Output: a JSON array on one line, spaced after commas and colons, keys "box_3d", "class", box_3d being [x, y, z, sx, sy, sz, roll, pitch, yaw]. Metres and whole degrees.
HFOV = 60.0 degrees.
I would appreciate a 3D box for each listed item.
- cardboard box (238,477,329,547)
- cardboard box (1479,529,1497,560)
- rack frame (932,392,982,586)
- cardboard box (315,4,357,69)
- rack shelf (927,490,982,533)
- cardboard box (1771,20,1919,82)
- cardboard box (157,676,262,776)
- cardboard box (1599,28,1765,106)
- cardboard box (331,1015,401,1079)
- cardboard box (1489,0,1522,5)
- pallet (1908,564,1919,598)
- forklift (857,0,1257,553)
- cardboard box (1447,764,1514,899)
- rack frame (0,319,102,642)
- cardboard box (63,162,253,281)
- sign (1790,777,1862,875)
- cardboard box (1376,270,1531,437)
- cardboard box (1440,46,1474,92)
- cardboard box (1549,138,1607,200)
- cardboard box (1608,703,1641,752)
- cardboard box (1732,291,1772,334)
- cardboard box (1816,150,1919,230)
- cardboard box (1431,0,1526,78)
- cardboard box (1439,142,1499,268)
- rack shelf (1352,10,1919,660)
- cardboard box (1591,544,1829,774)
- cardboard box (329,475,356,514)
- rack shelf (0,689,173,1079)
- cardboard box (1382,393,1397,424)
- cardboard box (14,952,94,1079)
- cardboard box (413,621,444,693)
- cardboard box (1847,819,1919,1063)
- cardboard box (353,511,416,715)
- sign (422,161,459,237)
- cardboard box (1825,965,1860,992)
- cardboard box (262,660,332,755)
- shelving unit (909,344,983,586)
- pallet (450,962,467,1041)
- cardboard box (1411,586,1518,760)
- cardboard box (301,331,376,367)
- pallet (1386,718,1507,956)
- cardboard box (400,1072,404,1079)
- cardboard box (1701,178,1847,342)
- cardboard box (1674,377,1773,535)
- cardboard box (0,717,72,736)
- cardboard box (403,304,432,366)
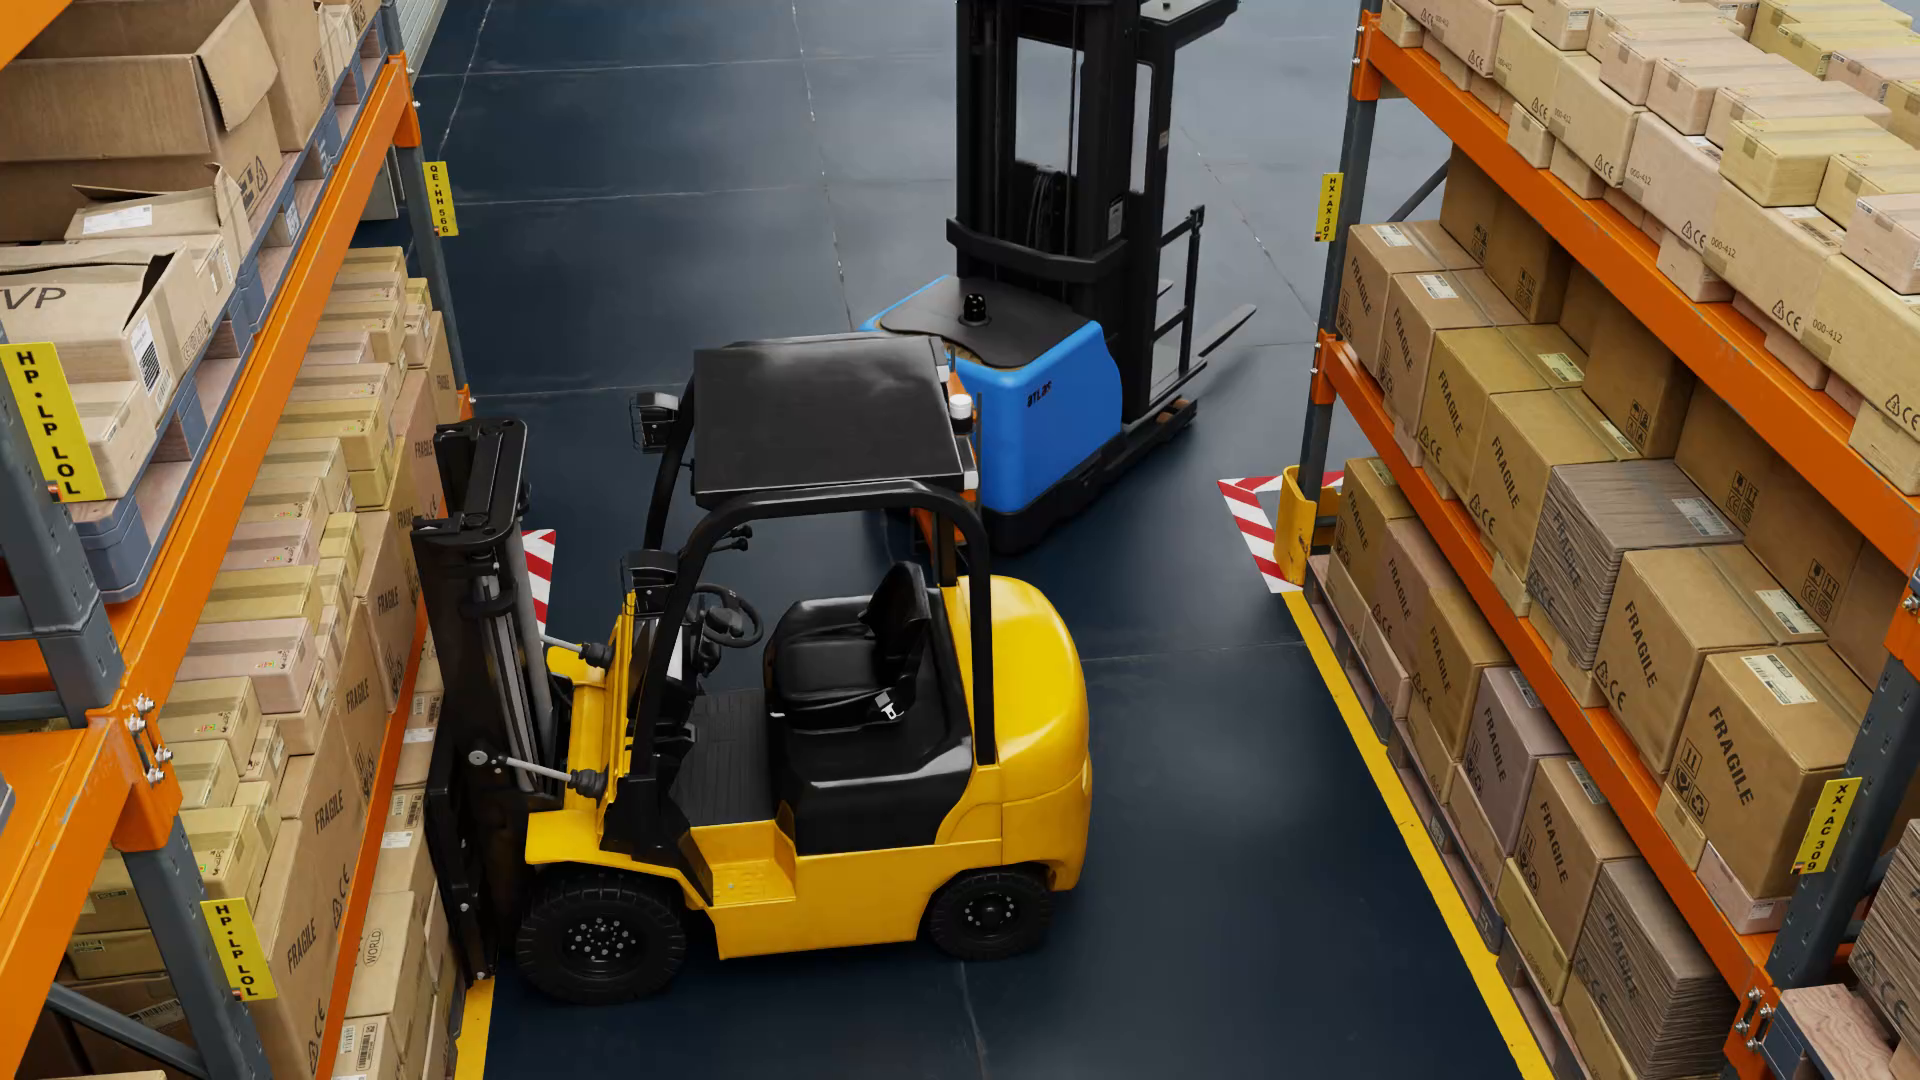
[{"box_3d": [-2.221, -0.061, 5.247, 0.380, 0.149, 0.250, -4, 35, -6], "class": "cardboard box"}, {"box_3d": [2.212, -0.005, 6.317, 0.380, 0.149, 0.250, -5, 35, -8], "class": "cardboard box"}, {"box_3d": [-0.018, -0.163, 7.923, 0.240, 1.200, 0.015, -8, 35, -12], "class": "rack frame"}, {"box_3d": [-2.295, -1.721, 5.709, 0.380, 0.149, 0.250, -5, 35, -8], "class": "cardboard box"}, {"box_3d": [-0.079, -0.240, 8.157, 0.258, 0.148, 0.480, -8, 35, -12], "class": "rack shelf"}, {"box_3d": [2.739, -1.482, 5.113, 0.380, 0.149, 0.250, -4, 34, -5], "class": "cardboard box"}, {"box_3d": [-2.086, 0.509, 4.410, 0.380, 0.149, 0.250, -5, 35, -7], "class": "cardboard box"}, {"box_3d": [2.186, -1.439, 5.049, 0.380, 0.149, 0.250, -4, 34, -6], "class": "cardboard box"}, {"box_3d": [-1.924, 1.678, 4.804, 0.500, 0.250, 0.500, -5, 35, -7], "class": "cardboard box"}, {"box_3d": [2.038, -2.010, 5.887, 0.380, 0.149, 0.250, -4, 35, -7], "class": "cardboard box"}, {"box_3d": [2.726, 0.235, 3.244, 1.213, 0.211, 1.003, -4, 35, -6], "class": "pallet"}, {"box_3d": [0.727, -1.925, 8.973, 1.130, 2.935, 3.031, 22, 40, 29], "class": "forklift"}, {"box_3d": [2.257, 1.117, 6.516, 0.500, 0.250, 0.500, -4, 34, -6], "class": "cardboard box"}, {"box_3d": [-2.170, -1.056, 2.309, 1.000, 3.000, 0.127, -4, 35, -6], "class": "rack frame"}, {"box_3d": [-2.068, -0.827, 4.295, 0.396, 0.266, 0.258, -5, 35, -8], "class": "cardboard box"}, {"box_3d": [2.212, 0.732, 4.243, 0.100, 0.325, 0.005, -4, 35, -6], "class": "sign"}, {"box_3d": [2.072, -0.778, 6.875, 0.500, 0.500, 0.500, -3, 34, -5], "class": "cardboard box"}, {"box_3d": [2.059, -1.823, 6.322, 0.380, 0.149, 0.250, -3, 34, -5], "class": "cardboard box"}, {"box_3d": [2.187, -1.249, 5.478, 0.380, 0.149, 0.250, -5, 35, -8], "class": "cardboard box"}, {"box_3d": [2.385, 0.562, 5.485, 0.380, 0.149, 0.250, -5, 35, -7], "class": "cardboard box"}, {"box_3d": [2.411, -0.678, 4.640, 0.380, 0.149, 0.250, -5, 35, -8], "class": "cardboard box"}, {"box_3d": [2.432, -0.872, 4.218, 0.380, 0.149, 0.250, -4, 34, -5], "class": "cardboard box"}, {"box_3d": [2.072, -1.906, 6.088, 0.500, 0.250, 0.500, -5, 35, -7], "class": "cardboard box"}, {"box_3d": [2.496, -1.496, 7.041, 0.700, 0.500, 0.500, -5, 35, -8], "class": "cardboard box"}, {"box_3d": [2.479, -1.014, 5.549, 1.077, 0.370, 4.000, -4, 35, -6], "class": "rack shelf"}, {"box_3d": [2.366, 0.364, 5.199, 0.500, 0.500, 0.500, -3, 34, -5], "class": "cardboard box"}, {"box_3d": [-2.242, -0.087, 5.549, 0.380, 0.149, 0.250, -5, 35, -7], "class": "cardboard box"}, {"box_3d": [-1.901, 1.596, 1.719, 1.077, 0.370, 4.000, -4, 35, -6], "class": "rack shelf"}, {"box_3d": [2.054, -0.585, 7.167, 0.380, 0.149, 0.250, -5, 35, -8], "class": "cardboard box"}, {"box_3d": [-2.498, 1.151, 4.309, 0.500, 0.500, 0.500, -5, 35, -7], "class": "cardboard box"}, {"box_3d": [-2.184, 0.539, 6.477, 0.500, 0.250, 0.500, -4, 34, -6], "class": "cardboard box"}, {"box_3d": [2.527, 0.990, 3.908, 0.500, 0.500, 0.500, -4, 34, -5], "class": "cardboard box"}, {"box_3d": [-2.173, 0.260, 5.617, 0.500, 0.500, 0.500, -4, 34, -6], "class": "cardboard box"}, {"box_3d": [-2.168, -1.419, 6.930, 0.100, 0.325, 0.005, -4, 35, -6], "class": "sign"}, {"box_3d": [2.937, 1.348, 5.512, 0.500, 0.500, 0.500, -3, 34, -4], "class": "cardboard box"}, {"box_3d": [-2.011, 0.484, 4.711, 0.380, 0.149, 0.250, -4, 34, -5], "class": "cardboard box"}, {"box_3d": [-0.079, -0.296, 8.119, 0.258, 1.200, 0.503, -8, 35, -12], "class": "shelving unit"}, {"box_3d": [-2.402, 1.446, 6.441, 1.003, 0.211, 1.213, -4, 35, -6], "class": "pallet"}, {"box_3d": [2.183, 0.522, 6.724, 0.500, 0.500, 0.500, -4, 34, -5], "class": "cardboard box"}, {"box_3d": [-2.365, -0.634, 6.088, 0.380, 0.149, 0.250, -4, 34, -6], "class": "cardboard box"}, {"box_3d": [2.456, 1.142, 6.886, 1.003, 0.211, 1.213, -4, 35, -6], "class": "pallet"}, {"box_3d": [-1.929, 1.885, 4.945, 0.500, 0.250, 0.500, -5, 35, -7], "class": "cardboard box"}, {"box_3d": [2.353, -0.764, 4.413, 0.500, 0.250, 0.500, -5, 35, -7], "class": "cardboard box"}, {"box_3d": [2.816, -0.364, 5.379, 0.700, 0.500, 0.500, -5, 35, -7], "class": "cardboard box"}, {"box_3d": [-2.554, 0.545, 4.358, 0.380, 0.149, 0.250, -5, 35, -7], "class": "cardboard box"}, {"box_3d": [-2.320, -0.806, 6.605, 0.380, 0.149, 0.250, -4, 34, -6], "class": "cardboard box"}]
